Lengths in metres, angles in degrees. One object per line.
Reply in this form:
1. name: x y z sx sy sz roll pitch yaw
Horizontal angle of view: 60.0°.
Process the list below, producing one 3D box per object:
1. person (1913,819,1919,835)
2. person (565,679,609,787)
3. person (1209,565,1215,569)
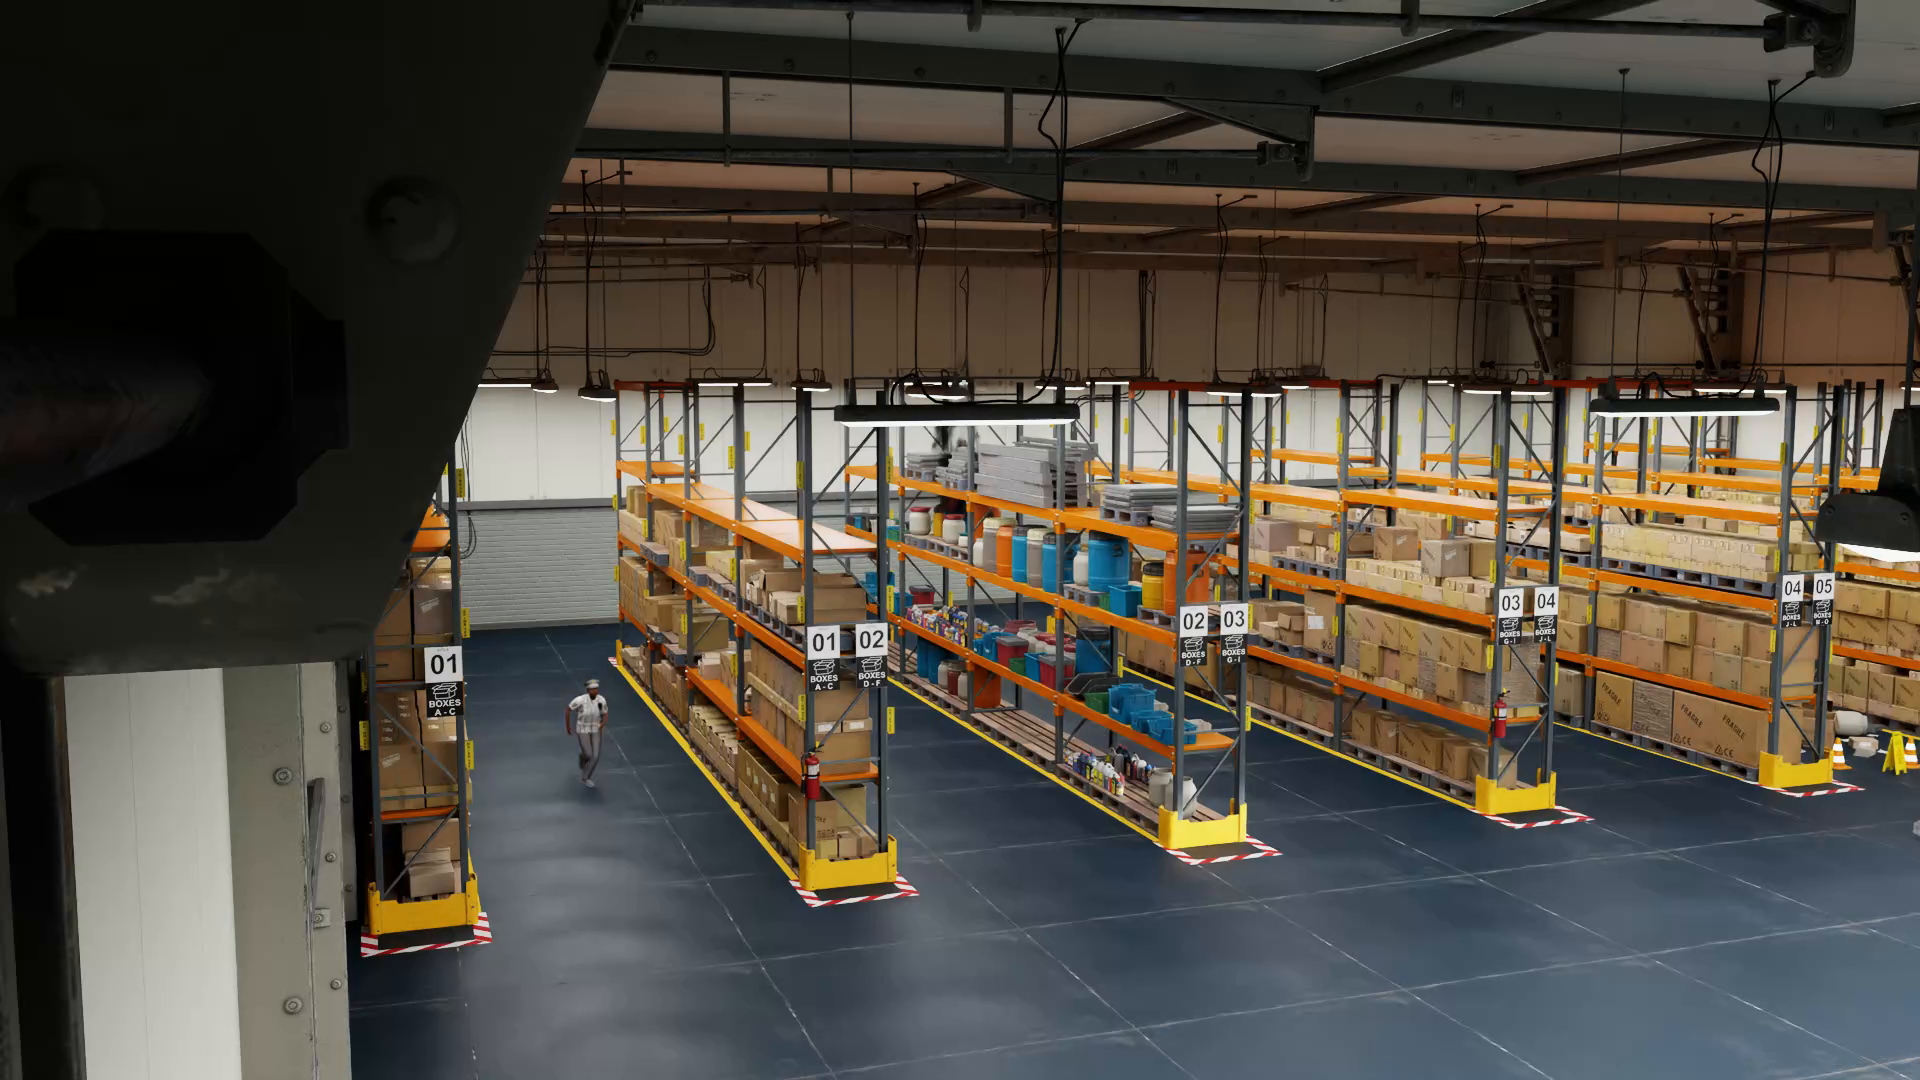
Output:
1. person: 13.064 3.138 21.910 0.808 1.764 0.682 3 7 28
2. person: -5.574 2.894 24.987 0.615 1.645 0.642 -3 7 -29
3. person: 5.844 1.409 39.133 0.611 1.633 0.624 0 6 -3
